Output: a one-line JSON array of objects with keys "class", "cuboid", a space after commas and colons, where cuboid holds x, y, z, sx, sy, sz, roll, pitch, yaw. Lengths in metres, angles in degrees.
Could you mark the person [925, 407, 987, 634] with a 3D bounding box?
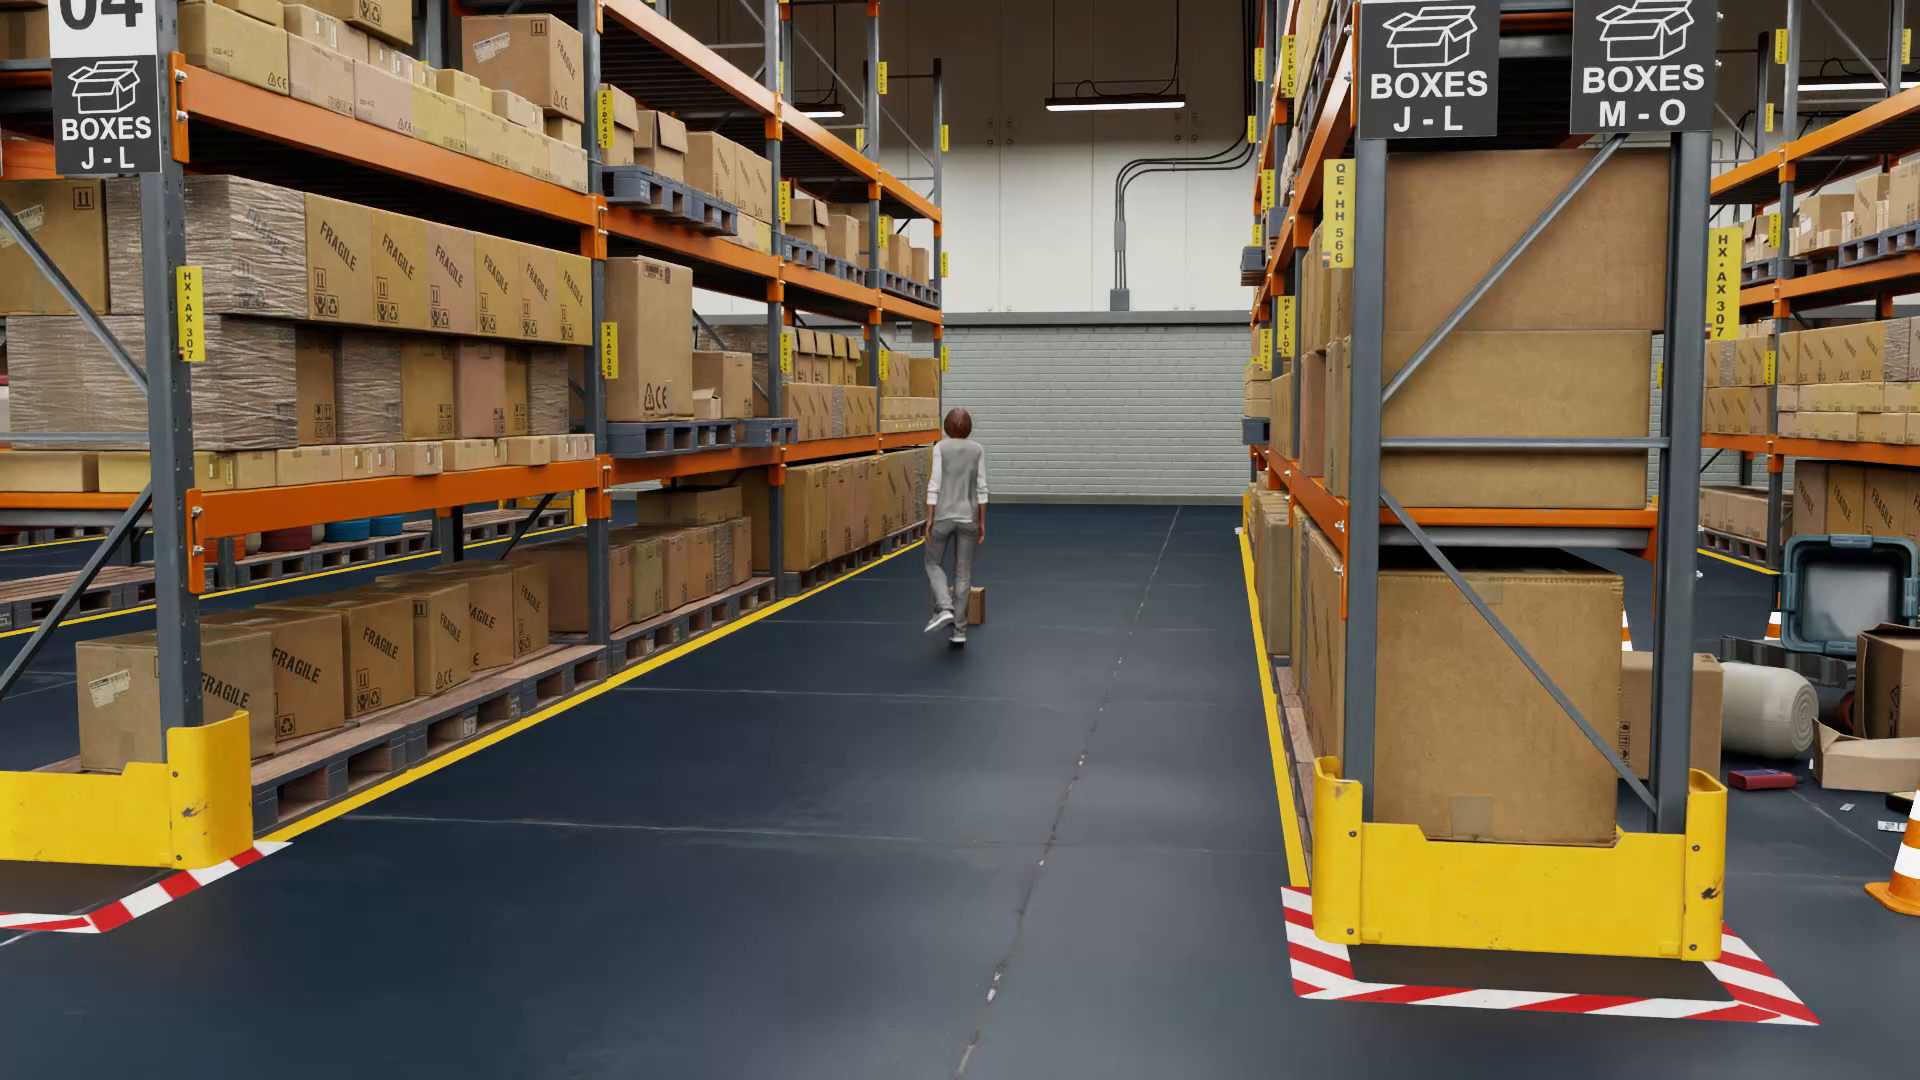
[{"class": "person", "cuboid": [-0.025, -0.140, 11.236, 0.437, 1.516, 0.427, -1, 5, -10]}]
